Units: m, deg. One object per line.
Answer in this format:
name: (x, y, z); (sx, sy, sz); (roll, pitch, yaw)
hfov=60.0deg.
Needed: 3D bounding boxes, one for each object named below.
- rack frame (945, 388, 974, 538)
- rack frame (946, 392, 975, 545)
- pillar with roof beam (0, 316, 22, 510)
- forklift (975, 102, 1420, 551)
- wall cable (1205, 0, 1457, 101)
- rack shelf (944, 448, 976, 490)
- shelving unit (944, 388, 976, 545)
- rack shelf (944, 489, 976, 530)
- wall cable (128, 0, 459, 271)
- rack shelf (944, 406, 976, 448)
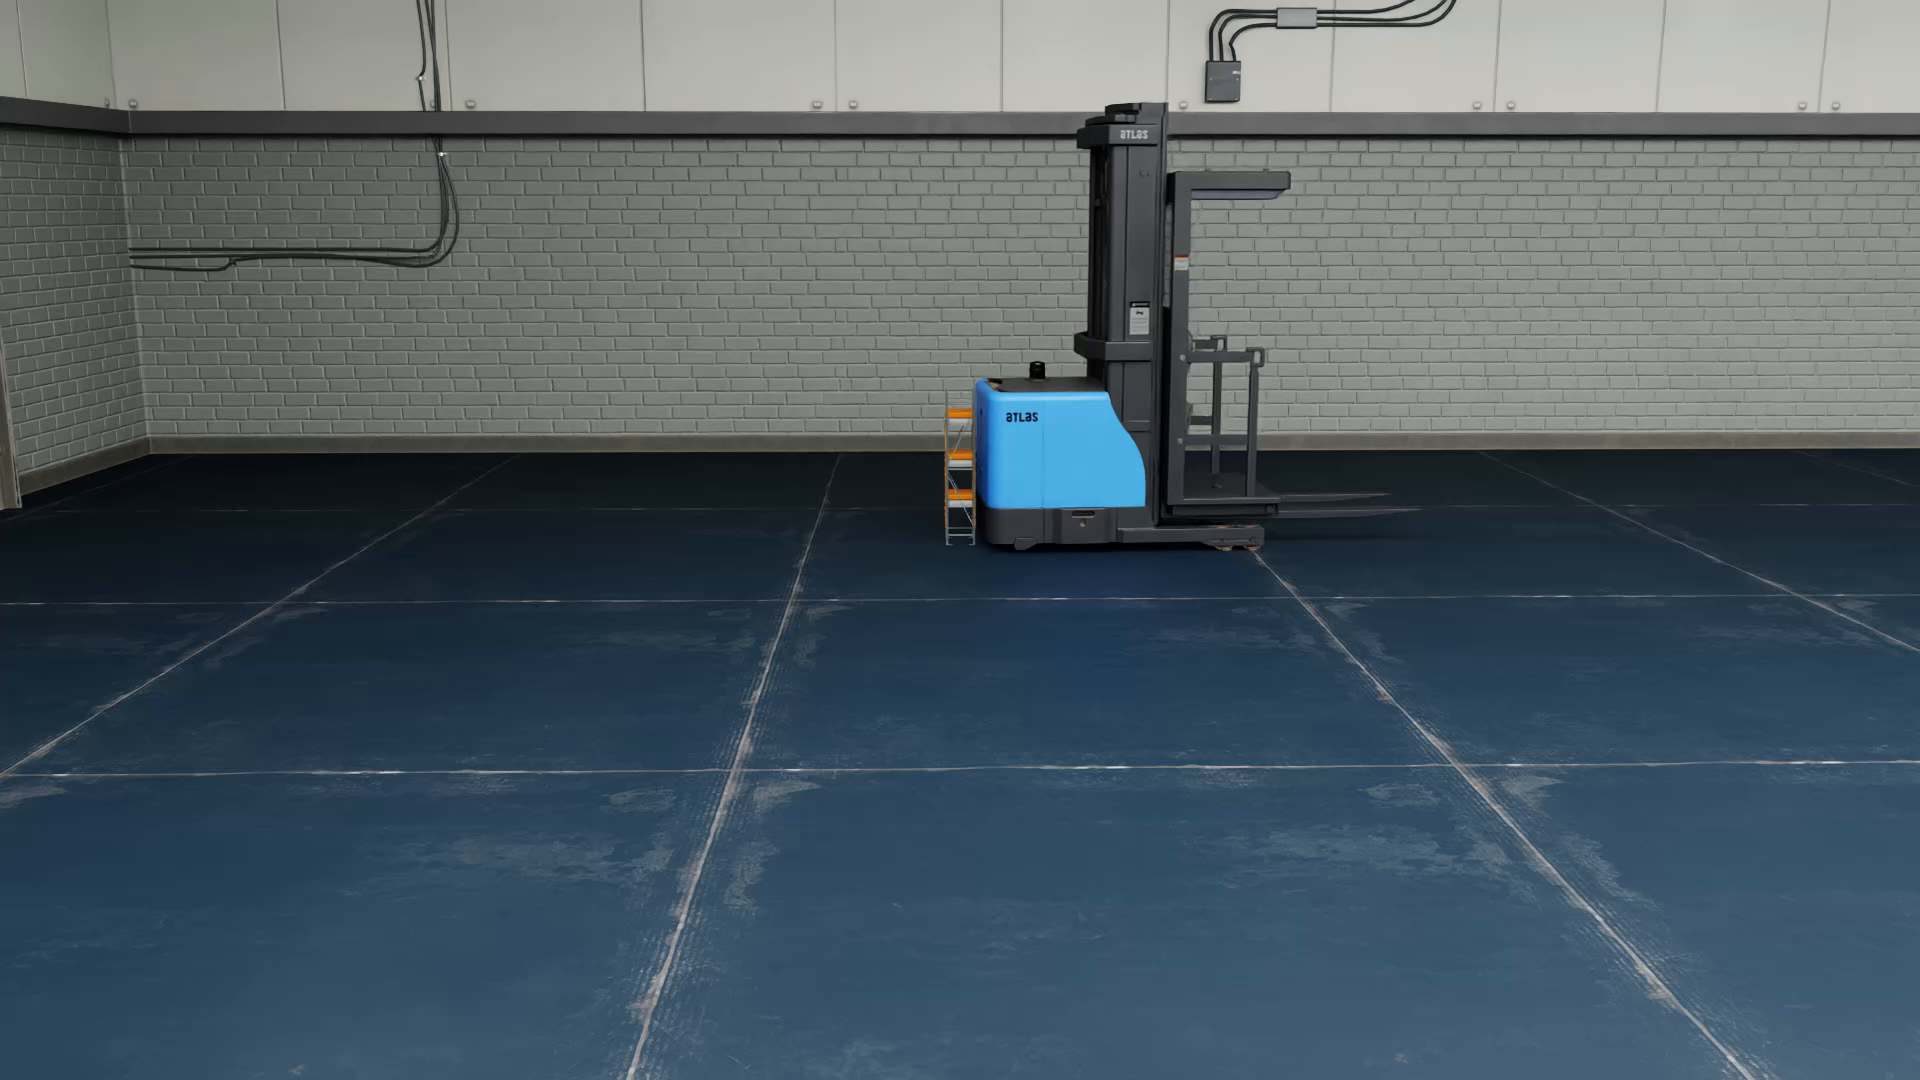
rack frame: (-0.001, -0.528, 11.522); (0.200, 1.050, 0.008); (0, 11, -1)
rack frame: (0.004, -0.480, 11.283); (0.200, 1.050, 0.008); (0, 11, -1)
pillar with roof beam: (-3.071, -4.643, 11.813); (9.100, 9.000, 0.400); (0, 11, -1)
forklift: (1.640, -1.466, 11.415); (3.031, 2.935, 1.130); (-1, 12, -5)
wall cable: (3.378, -6.919, 14.478); (2.305, 6.003, 0.169); (0, 11, -1)
rack shelf: (0.001, -0.494, 11.404); (0.215, 0.259, 0.240); (0, 11, -1)
shelving unit: (0.001, -0.504, 11.402); (0.215, 1.050, 0.252); (0, 11, -1)
rack shelf: (0.001, -0.221, 11.460); (0.215, 0.259, 0.240); (0, 11, -1)
wall cable: (-6.114, -3.695, 14.948); (3.097, 2.526, 0.112); (0, 11, -1)
rack shelf: (0.001, -0.772, 11.348); (0.215, 0.259, 0.240); (0, 11, -1)
